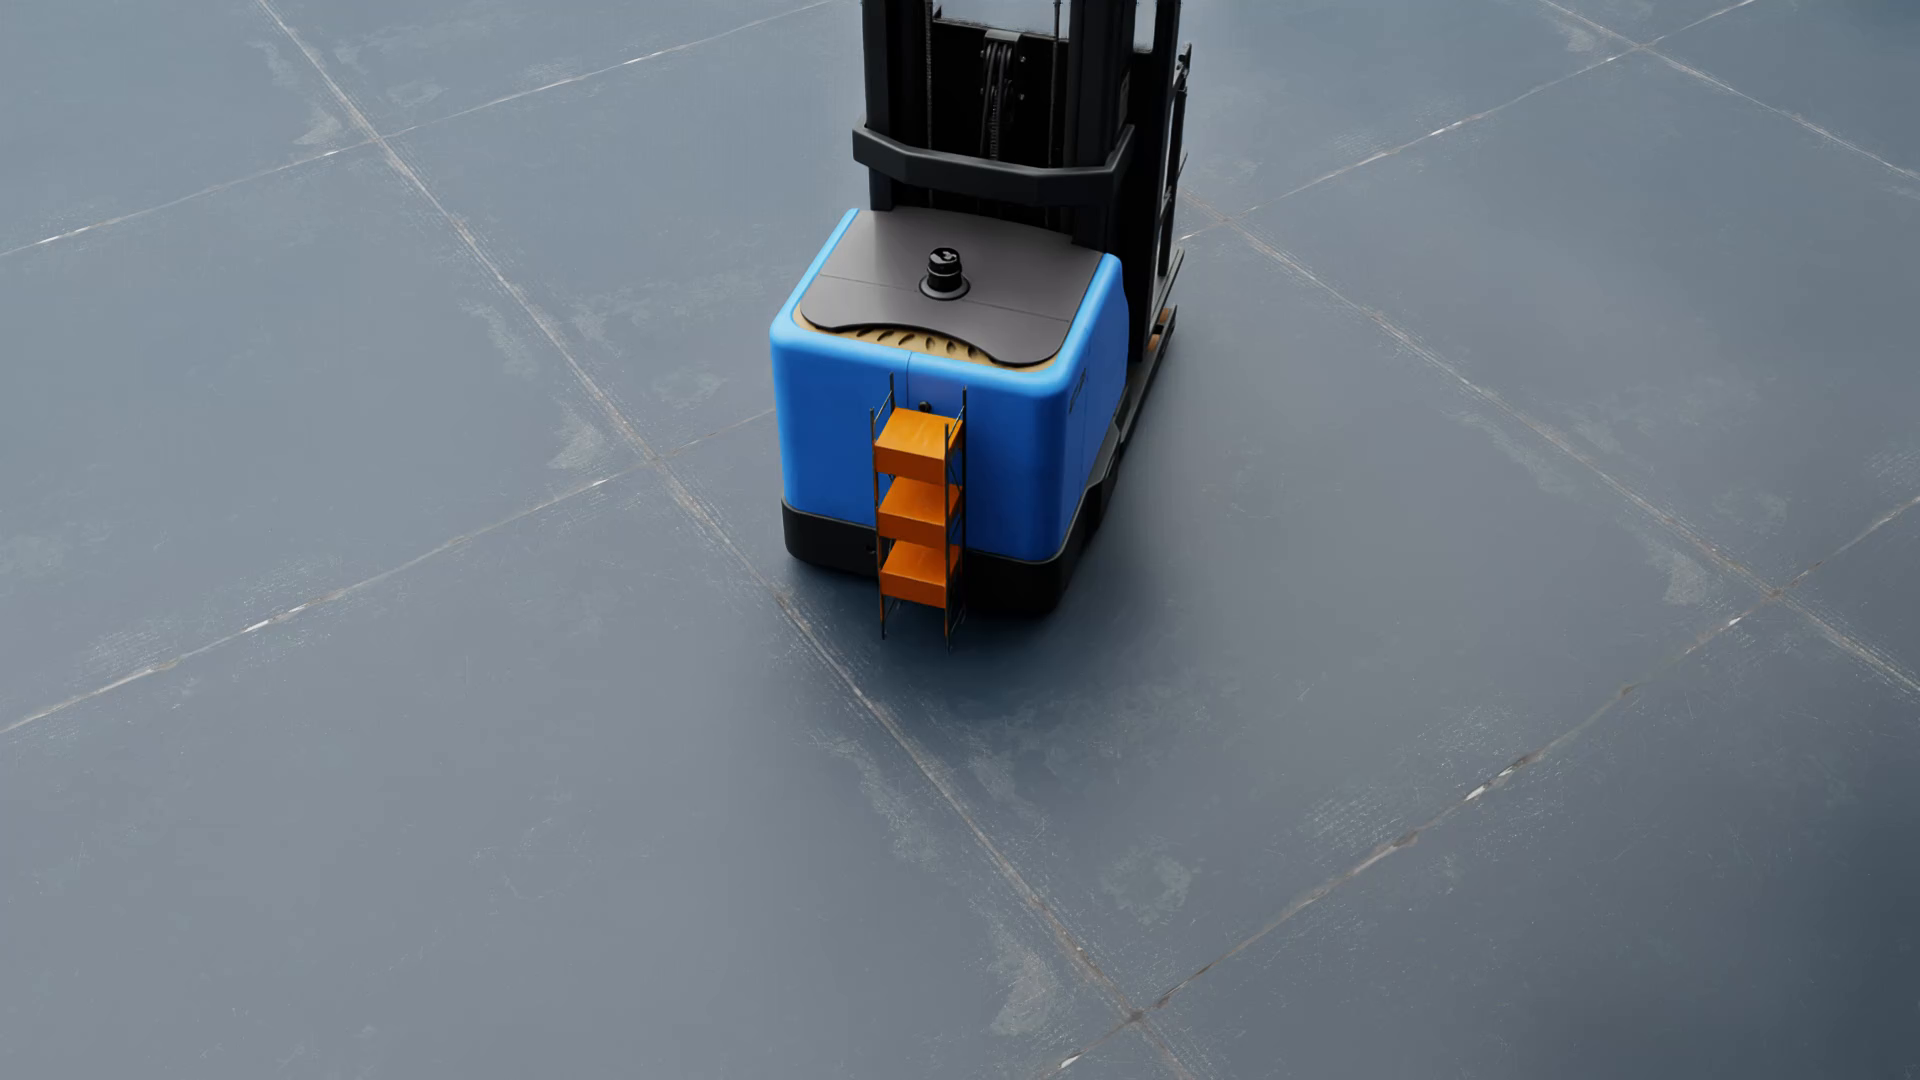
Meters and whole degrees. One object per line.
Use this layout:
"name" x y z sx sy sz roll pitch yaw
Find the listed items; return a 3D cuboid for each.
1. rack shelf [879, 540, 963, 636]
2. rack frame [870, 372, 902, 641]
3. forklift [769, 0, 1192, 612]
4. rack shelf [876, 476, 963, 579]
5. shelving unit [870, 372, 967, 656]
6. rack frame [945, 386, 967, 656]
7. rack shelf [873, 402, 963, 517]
"rack shelf" -0.129 0.145 5.755 0.240 0.259 0.215 12 45 13
"rack frame" -0.245 -0.089 5.583 0.008 1.050 0.200 12 45 13
"forklift" 0.290 -1.839 6.054 1.130 2.935 3.031 12 45 13
"rack shelf" -0.129 -0.056 5.563 0.240 0.259 0.215 12 45 13
"shelving unit" -0.129 -0.063 5.556 0.252 1.050 0.215 12 45 13
"rack frame" -0.013 -0.038 5.529 0.008 1.050 0.200 12 45 13
"rack shelf" -0.129 -0.261 5.367 0.240 0.259 0.215 12 45 13
